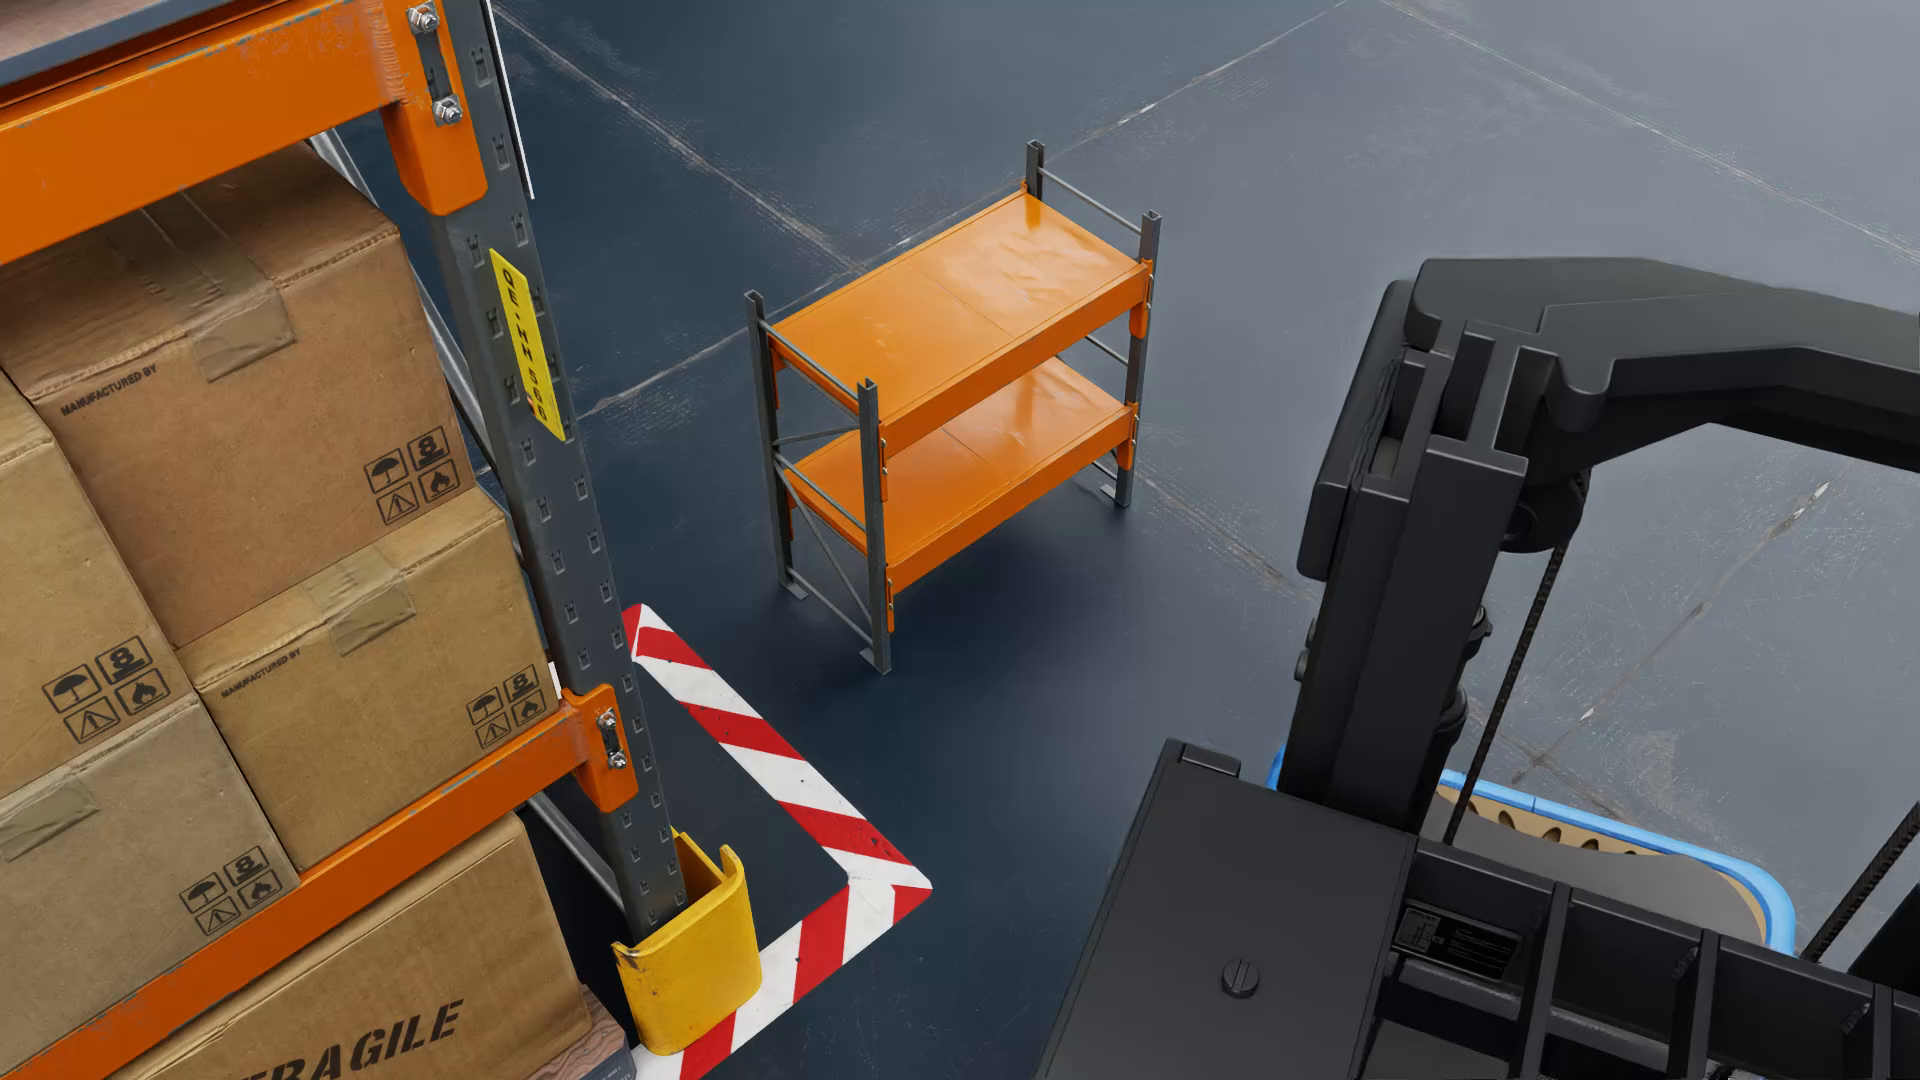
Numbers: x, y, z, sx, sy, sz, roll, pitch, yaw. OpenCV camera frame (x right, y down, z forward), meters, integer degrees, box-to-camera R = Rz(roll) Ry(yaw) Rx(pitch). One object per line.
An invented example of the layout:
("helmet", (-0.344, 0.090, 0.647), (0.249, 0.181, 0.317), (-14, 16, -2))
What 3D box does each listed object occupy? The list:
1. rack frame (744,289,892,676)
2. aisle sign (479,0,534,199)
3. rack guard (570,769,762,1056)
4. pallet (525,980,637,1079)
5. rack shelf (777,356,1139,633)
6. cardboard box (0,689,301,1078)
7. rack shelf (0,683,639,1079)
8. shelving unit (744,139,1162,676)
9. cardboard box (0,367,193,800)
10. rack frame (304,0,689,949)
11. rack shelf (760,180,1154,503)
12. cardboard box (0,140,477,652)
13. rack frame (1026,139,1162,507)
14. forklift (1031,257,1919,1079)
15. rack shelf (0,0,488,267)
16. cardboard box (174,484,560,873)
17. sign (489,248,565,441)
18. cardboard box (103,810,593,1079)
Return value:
("rack frame", (-0.381, -0.127, 4.602), (0.032, 1.125, 0.500), (-34, 56, -27))
("aisle sign", (-0.758, -0.875, 2.247), (0.004, 0.787, 0.394), (-34, 56, -27))
("rack guard", (-0.995, 0.715, 4.250), (0.348, 0.500, 1.175), (-34, 56, -27))
("pallet", (-1.552, 1.262, 3.942), (1.213, 0.211, 1.003), (-34, 56, -27))
("rack shelf", (-0.005, -0.212, 5.013), (1.000, 0.278, 0.538), (-34, 56, -27))
("cardboard box", (-1.649, 0.320, 2.812), (0.550, 0.550, 0.875), (-34, 56, -27))
("rack shelf", (-2.492, 1.112, 2.673), (4.000, 0.370, 1.077), (-34, 56, -27))
("shelving unit", (-0.005, -0.378, 4.834), (1.048, 1.125, 0.538), (-34, 56, -27))
("cardboard box", (-1.658, -0.054, 2.422), (0.550, 0.550, 0.875), (-34, 56, -27))
("rack frame", (-1.013, -0.121, 3.321), (0.127, 3.000, 1.000), (-34, 56, -27))
("rack shelf", (-0.005, -0.577, 4.618), (1.000, 0.278, 0.538), (-34, 56, -27))
("cardboard box", (-1.313, -0.376, 2.719), (0.550, 0.550, 0.875), (-34, 56, -27))
("rack frame", (0.371, -0.629, 5.065), (0.032, 1.125, 0.500), (-34, 56, -27))
("forklift", (0.595, 1.252, 2.101), (1.130, 2.935, 3.031), (17, 49, 15))
("rack shelf", (-2.492, 0.095, 1.570), (4.000, 0.370, 1.077), (-34, 56, -27))
("cardboard box", (-1.257, 0.036, 3.074), (0.550, 0.550, 0.875), (-34, 56, -27))
("sign", (-0.658, -0.292, 2.530), (0.005, 0.325, 0.100), (-34, 56, -27))
("cardboard box", (-1.470, 0.828, 3.605), (0.875, 0.875, 0.875), (-33, 56, -27))
